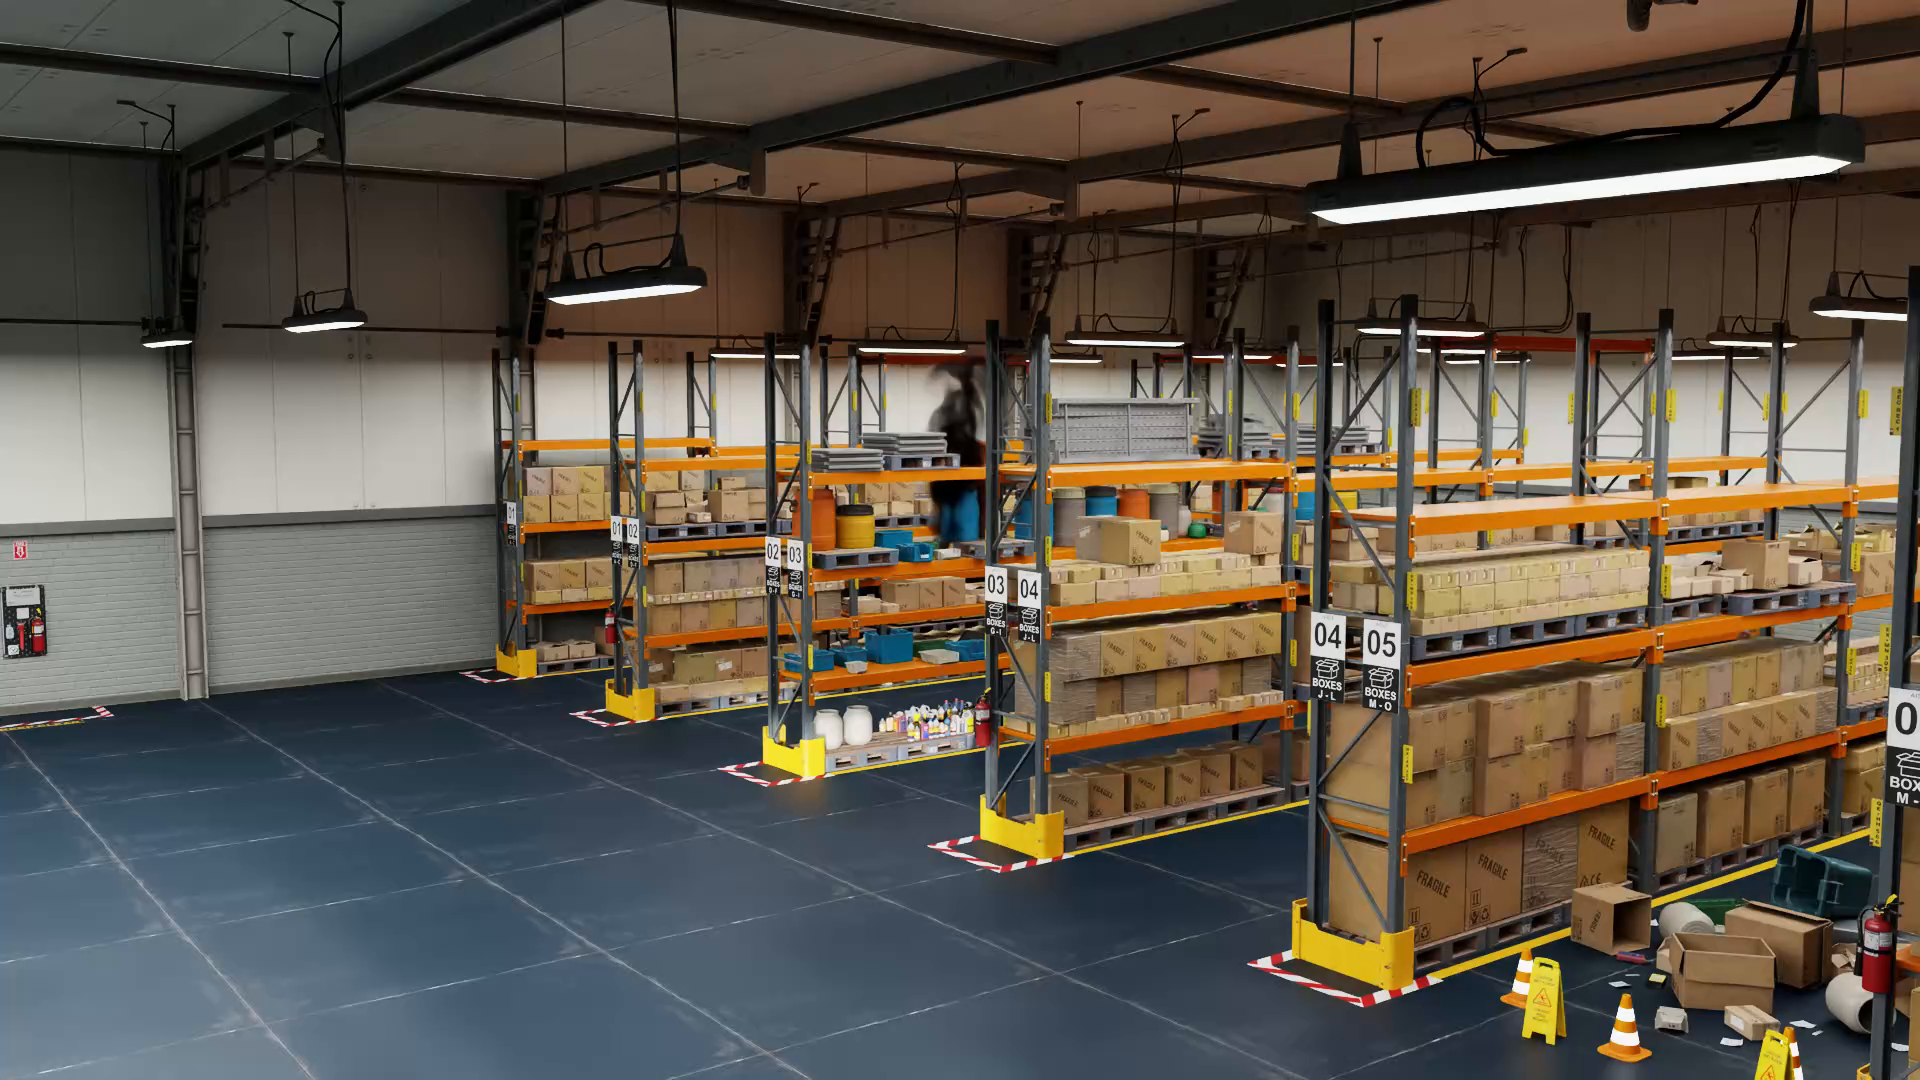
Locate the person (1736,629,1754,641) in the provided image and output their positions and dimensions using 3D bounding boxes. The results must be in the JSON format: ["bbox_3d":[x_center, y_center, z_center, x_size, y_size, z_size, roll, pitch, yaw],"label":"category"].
[{"bbox_3d":[11.946,2.123,25.267,1.055,1.732,0.541,-4,7,-40],"label":"person"}]

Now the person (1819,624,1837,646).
[{"bbox_3d":[13.145,2.110,25.185,0.935,1.716,0.623,-4,6,-39],"label":"person"}]

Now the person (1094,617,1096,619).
[{"bbox_3d":[2.569,1.779,28.640,0.900,1.745,0.686,-4,7,-41],"label":"person"}]
